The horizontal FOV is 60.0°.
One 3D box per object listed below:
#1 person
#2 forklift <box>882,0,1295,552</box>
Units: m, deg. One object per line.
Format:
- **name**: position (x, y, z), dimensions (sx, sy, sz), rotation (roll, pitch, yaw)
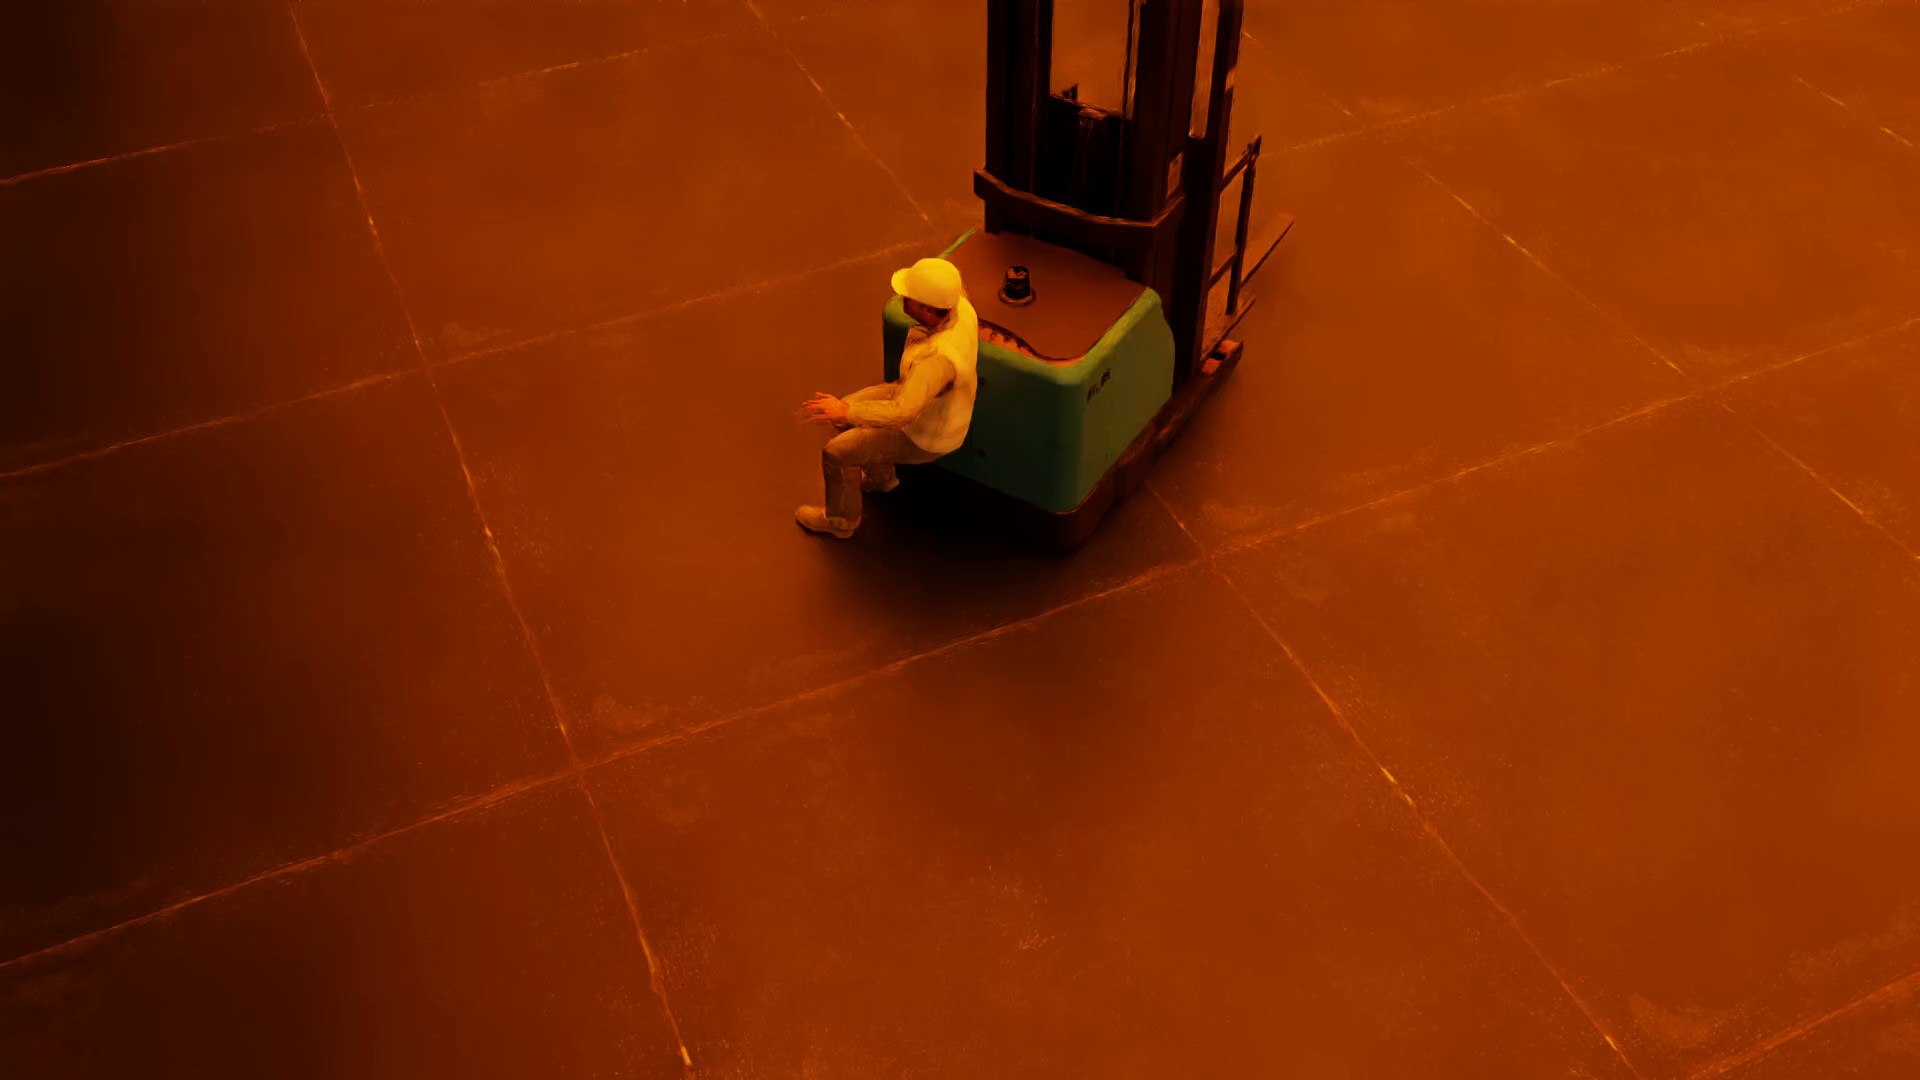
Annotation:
- **person**: position (-0.353, -0.635, 7.387), dimensions (0.862, 1.539, 0.966), rotation (0, 43, 0)
- **forklift**: position (0.835, -2.002, 7.826), dimensions (1.130, 2.935, 3.031), rotation (23, 48, 22)
